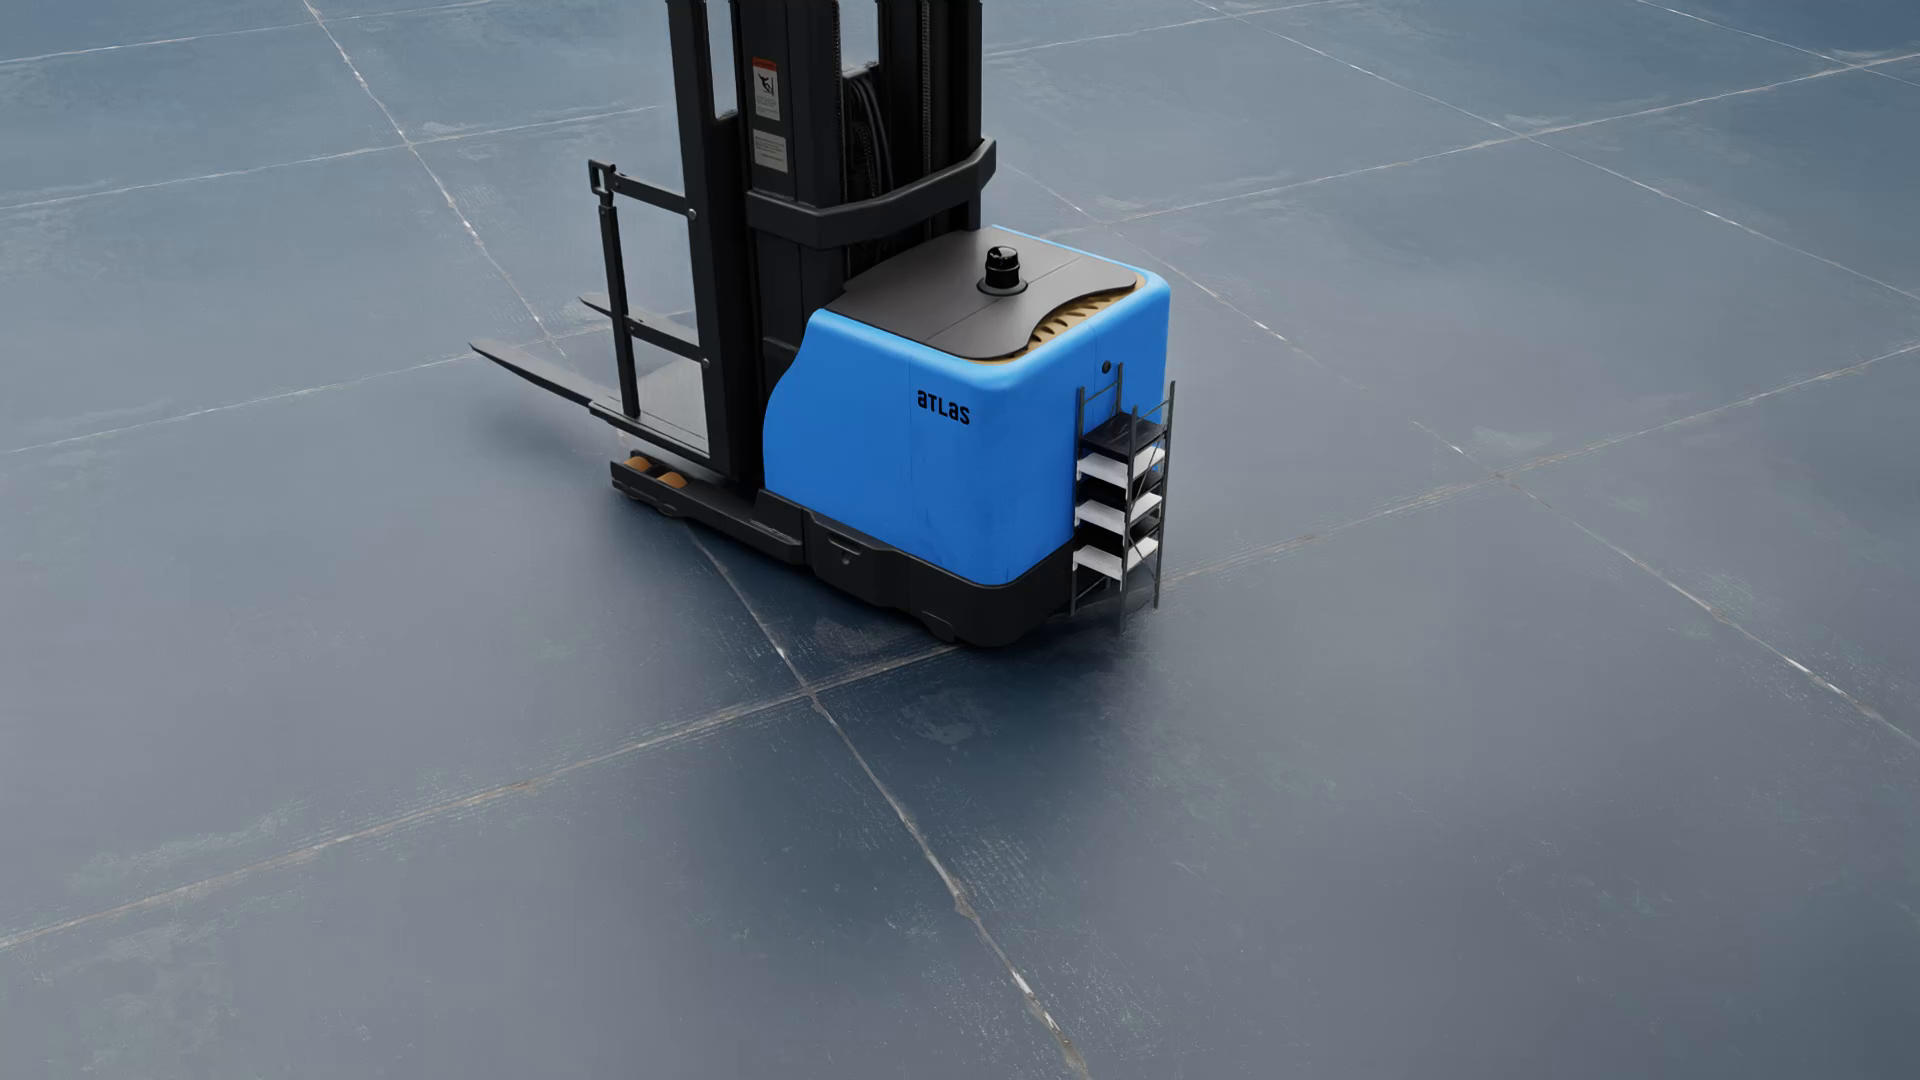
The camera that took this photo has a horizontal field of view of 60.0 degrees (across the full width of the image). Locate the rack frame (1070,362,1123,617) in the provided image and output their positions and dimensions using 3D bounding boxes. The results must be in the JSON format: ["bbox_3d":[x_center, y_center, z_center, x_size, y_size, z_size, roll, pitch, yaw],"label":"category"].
[{"bbox_3d":[0.463,-0.159,5.664,0.006,0.900,0.240,23,39,32],"label":"rack frame"}]

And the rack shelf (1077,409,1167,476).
[{"bbox_3d":[0.542,-0.324,5.483,0.200,0.077,0.258,23,39,32],"label":"rack shelf"}]

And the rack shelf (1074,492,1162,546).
[{"bbox_3d":[0.542,-0.097,5.628,0.200,0.077,0.258,23,39,32],"label":"rack shelf"}]

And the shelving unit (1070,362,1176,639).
[{"bbox_3d":[0.542,-0.125,5.610,0.210,0.900,0.258,23,39,32],"label":"shelving unit"}]

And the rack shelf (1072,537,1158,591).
[{"bbox_3d":[0.542,0.055,5.725,0.200,0.077,0.258,23,39,32],"label":"rack shelf"}]

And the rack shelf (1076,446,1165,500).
[{"bbox_3d":[0.542,-0.248,5.531,0.200,0.077,0.258,23,39,32],"label":"rack shelf"}]

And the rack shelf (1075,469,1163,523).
[{"bbox_3d":[0.542,-0.172,5.580,0.200,0.077,0.258,23,39,32],"label":"rack shelf"}]

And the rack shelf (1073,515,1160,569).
[{"bbox_3d":[0.542,-0.021,5.677,0.200,0.077,0.258,23,39,32],"label":"rack shelf"}]

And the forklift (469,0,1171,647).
[{"bbox_3d":[-0.730,-1.524,5.912,3.031,2.935,1.130,23,39,32],"label":"forklift"}]

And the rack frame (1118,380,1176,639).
[{"bbox_3d":[0.621,-0.090,5.557,0.006,0.900,0.240,23,39,32],"label":"rack frame"}]
